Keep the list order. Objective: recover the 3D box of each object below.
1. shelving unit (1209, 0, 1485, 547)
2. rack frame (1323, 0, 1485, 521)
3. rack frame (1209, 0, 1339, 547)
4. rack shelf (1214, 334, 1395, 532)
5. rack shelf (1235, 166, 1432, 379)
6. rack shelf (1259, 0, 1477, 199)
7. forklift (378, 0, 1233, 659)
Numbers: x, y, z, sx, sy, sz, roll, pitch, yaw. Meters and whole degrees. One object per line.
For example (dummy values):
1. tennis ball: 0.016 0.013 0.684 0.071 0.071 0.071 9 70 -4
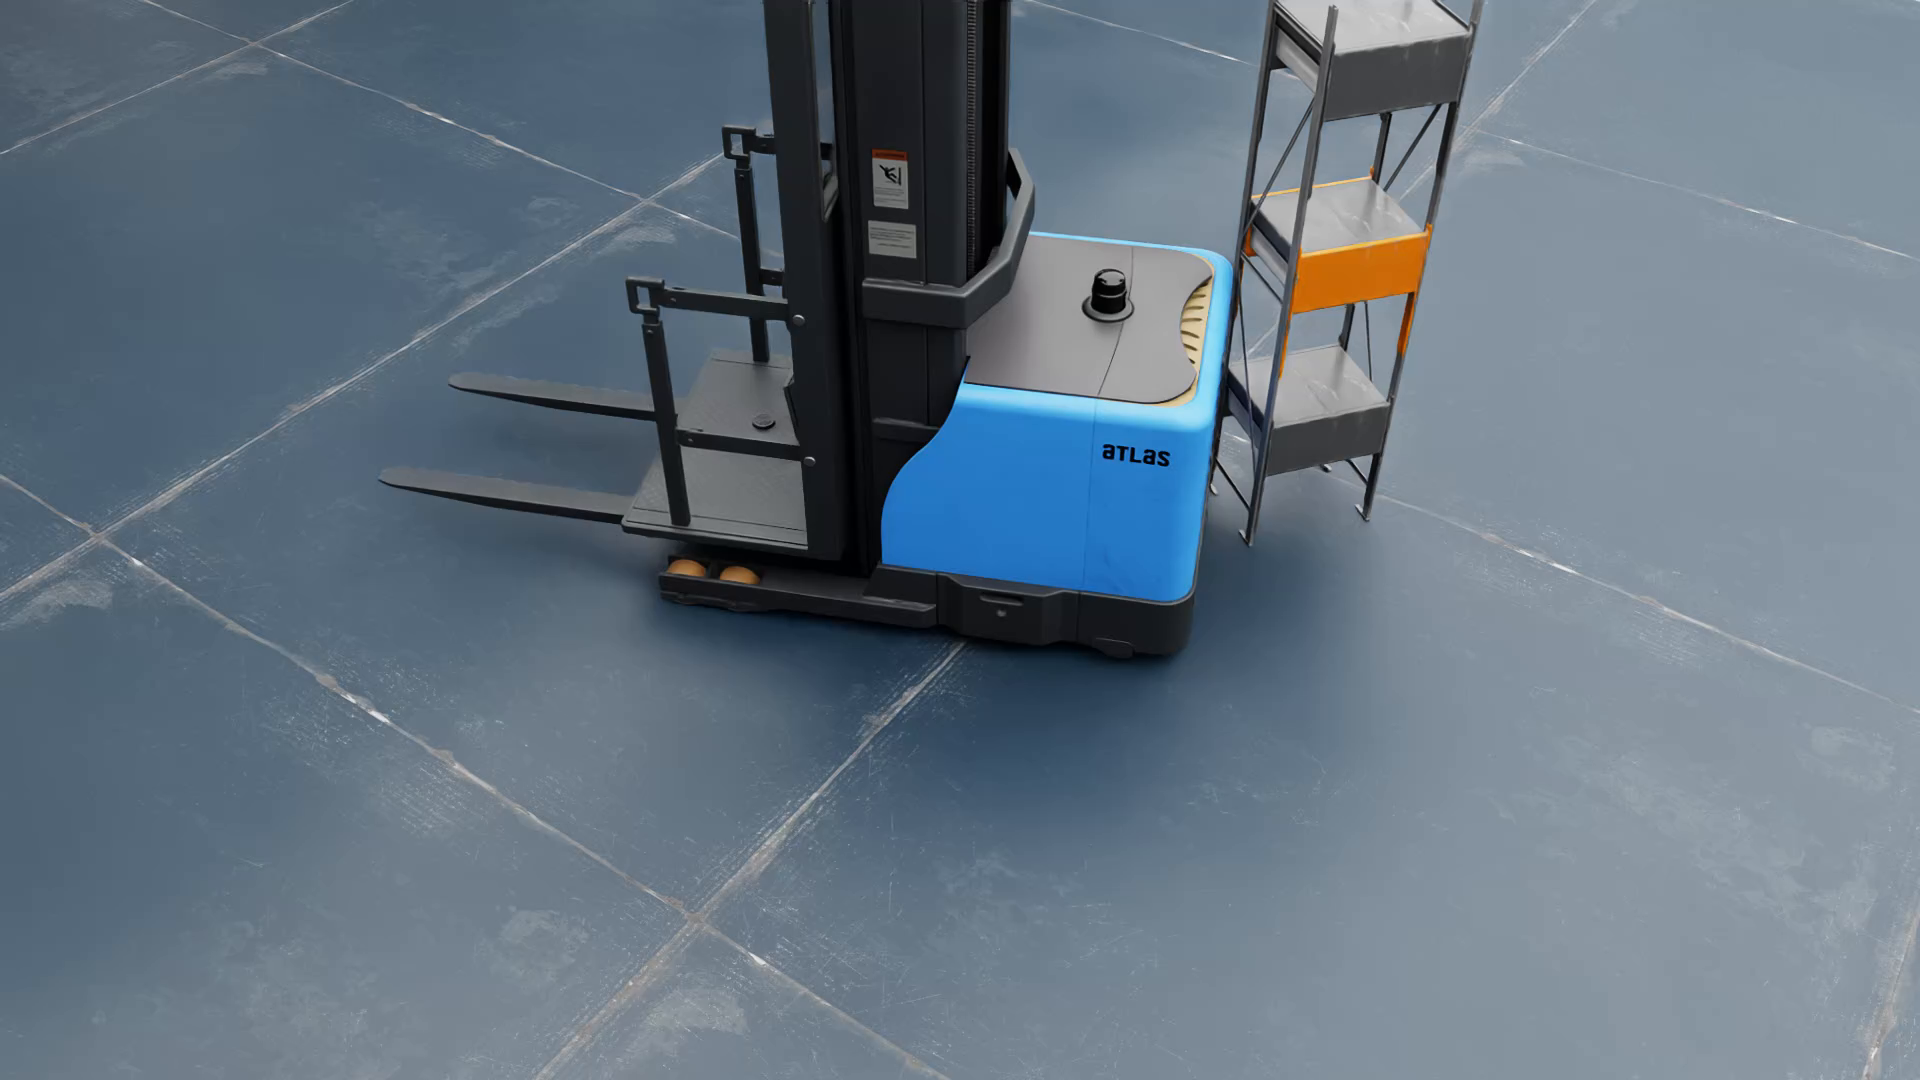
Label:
1. shelving unit: 1.261 -0.933 5.716 0.503 2.100 0.431 -12 43 -13
2. rack frame: 1.494 -0.981 5.771 0.015 2.100 0.400 -12 43 -13
3. rack frame: 1.029 -0.884 5.661 0.015 2.100 0.400 -12 43 -13
4. rack shelf: 1.259 -0.401 6.192 0.480 0.518 0.431 -12 43 -13
5. rack shelf: 1.261 -0.922 5.725 0.480 0.518 0.431 -12 43 -13
6. rack shelf: 1.264 -1.444 5.258 0.480 0.518 0.431 -12 43 -13
7. forklift: -0.611 -1.172 5.362 3.031 2.935 1.130 8 42 8
